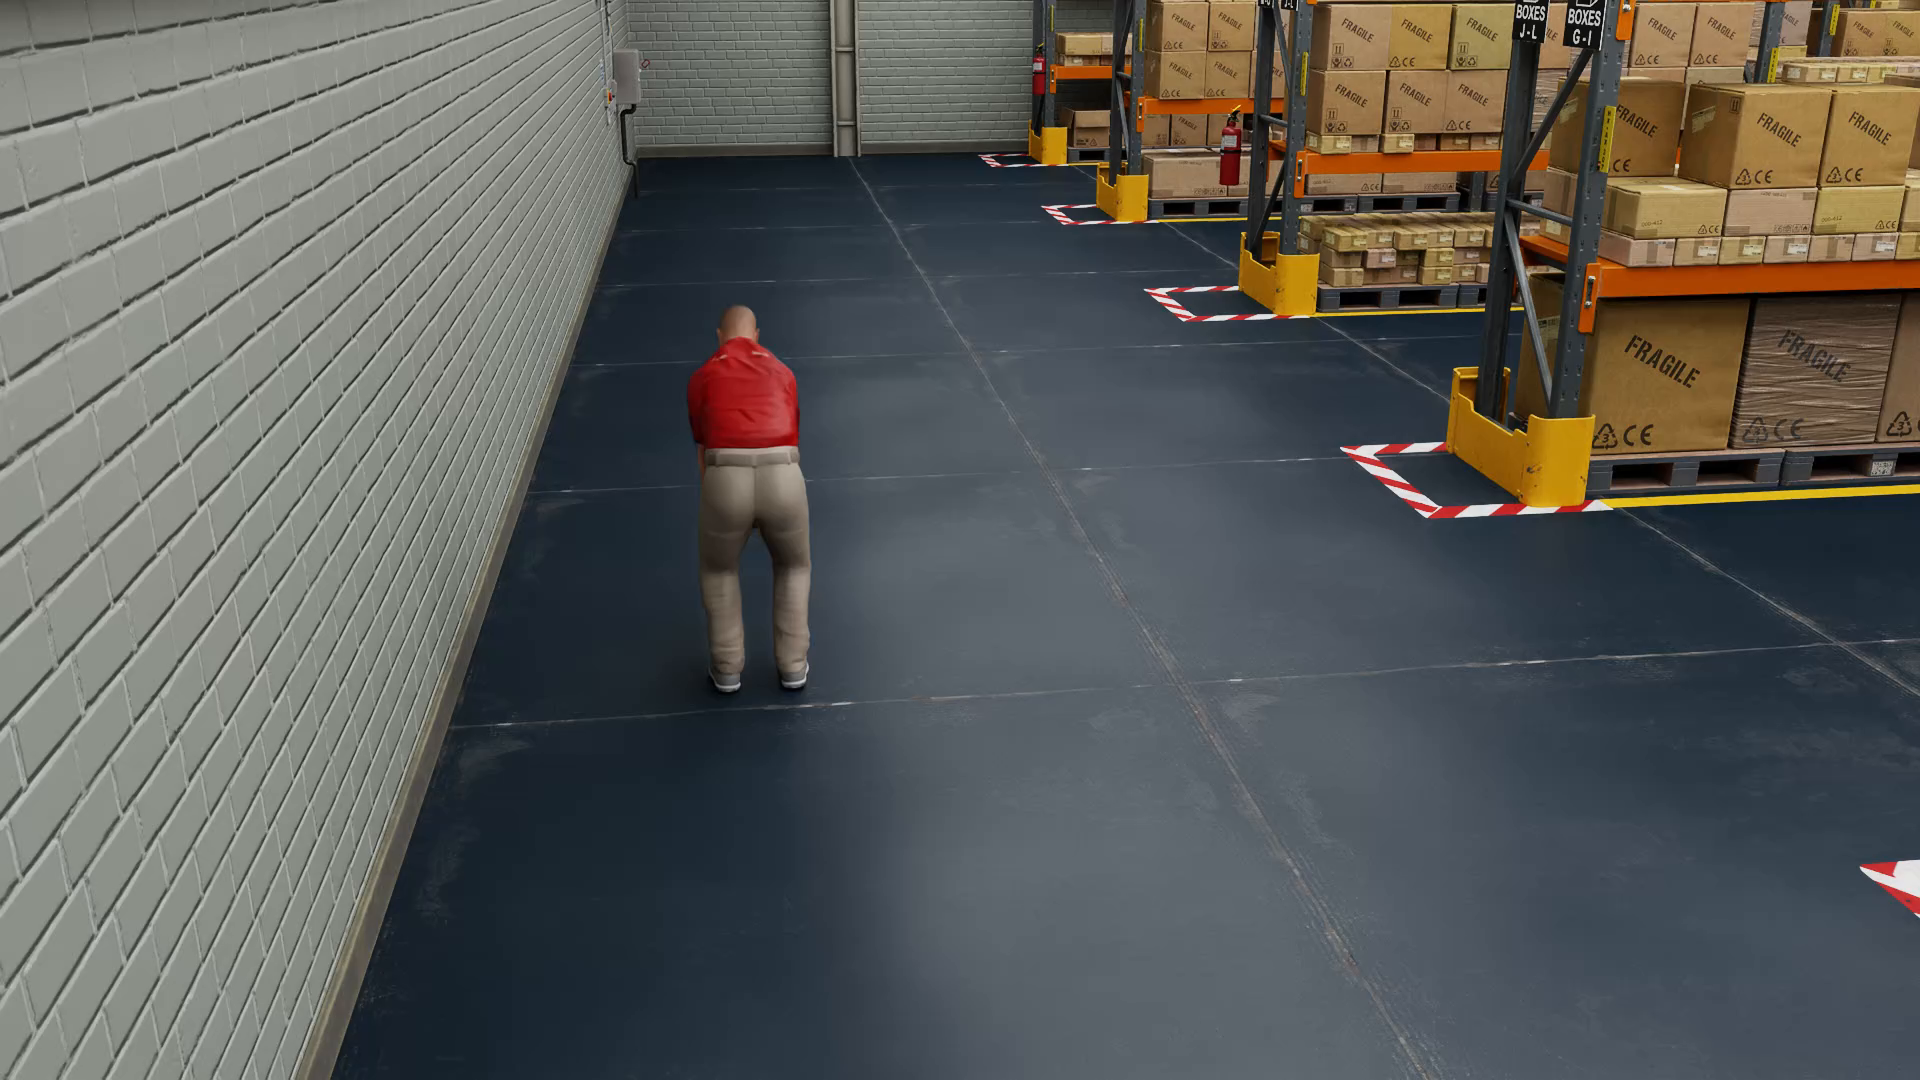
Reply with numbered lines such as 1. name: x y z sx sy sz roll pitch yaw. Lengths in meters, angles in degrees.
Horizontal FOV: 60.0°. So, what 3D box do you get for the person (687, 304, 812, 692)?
1. person: -0.872 -0.175 6.916 0.475 1.509 0.780 -3 20 -9
